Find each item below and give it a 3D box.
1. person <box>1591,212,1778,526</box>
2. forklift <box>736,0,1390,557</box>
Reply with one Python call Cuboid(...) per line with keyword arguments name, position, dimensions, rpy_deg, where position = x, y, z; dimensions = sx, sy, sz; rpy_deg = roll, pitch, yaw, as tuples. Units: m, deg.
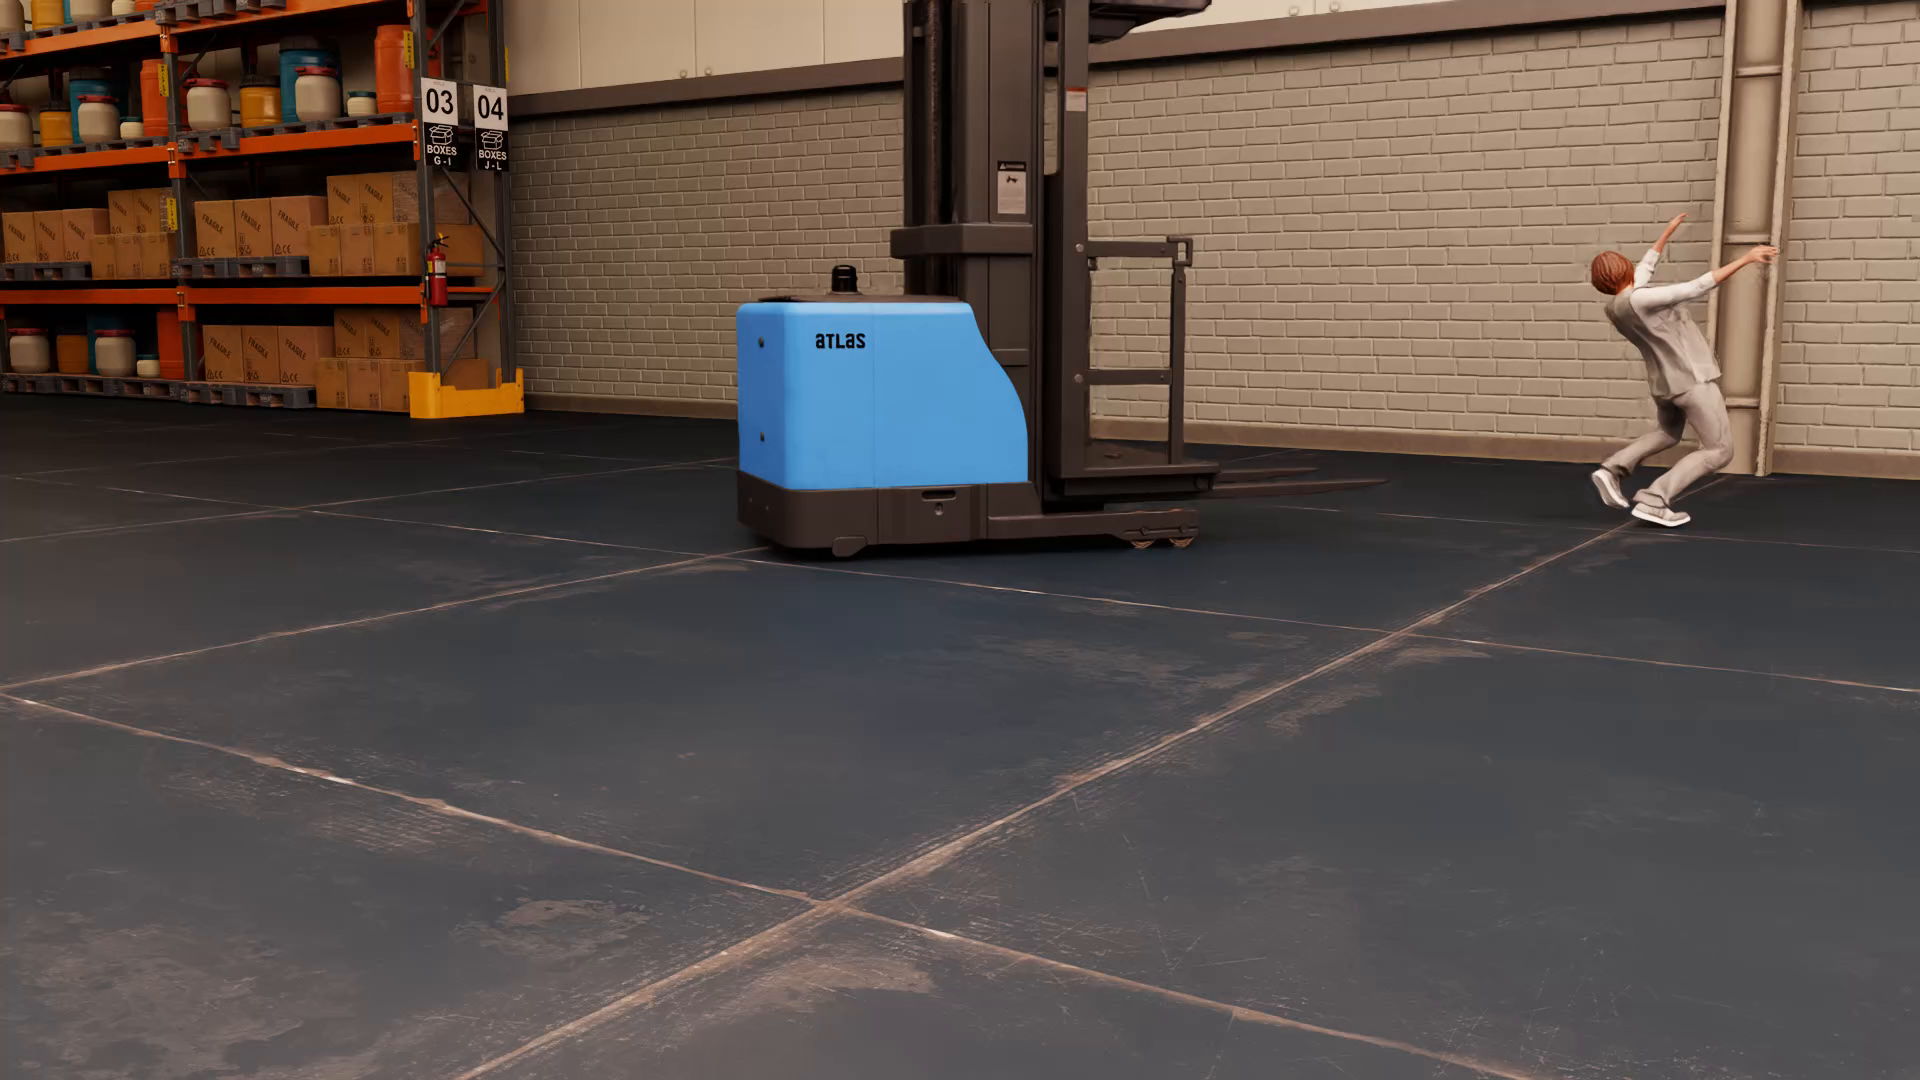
Cuboid(name="person", position=(3.386, -0.818, 7.956), dimensions=(0.600, 1.512, 0.879), rpy_deg=(-1, 8, -7))
Cuboid(name="forklift", position=(0.539, -1.484, 7.625), dimensions=(3.031, 2.935, 1.130), rpy_deg=(-3, 9, -20))
